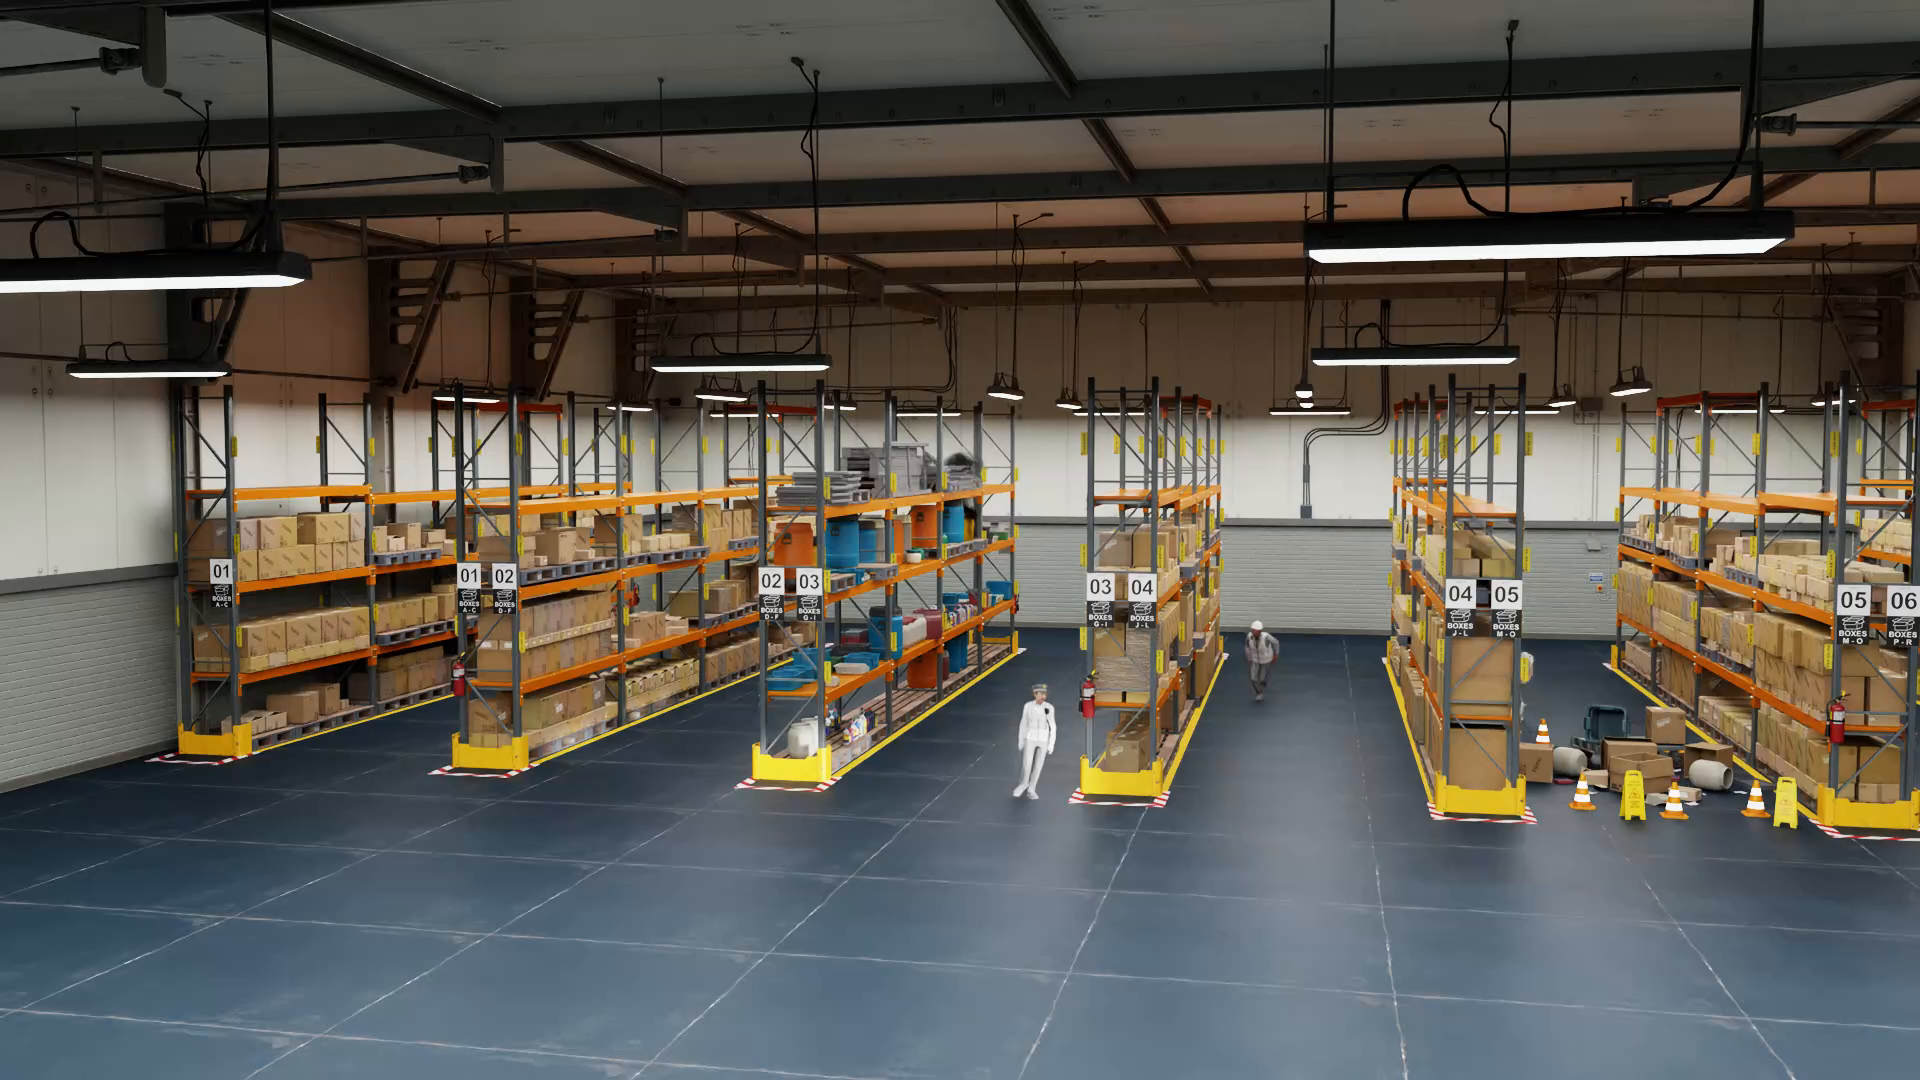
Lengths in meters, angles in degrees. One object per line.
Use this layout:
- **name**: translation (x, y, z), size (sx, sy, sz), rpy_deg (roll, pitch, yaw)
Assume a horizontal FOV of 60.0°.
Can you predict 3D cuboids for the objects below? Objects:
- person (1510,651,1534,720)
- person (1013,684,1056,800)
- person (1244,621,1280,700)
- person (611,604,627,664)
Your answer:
- **person**: translation (10.252, 2.583, 30.607), size (0.568, 1.426, 0.742), rpy_deg (0, 3, -2)
- **person**: translation (1.049, 2.842, 23.460), size (0.598, 1.661, 0.446), rpy_deg (0, 3, -7)
- **person**: translation (5.939, 2.371, 32.718), size (0.680, 1.603, 0.881), rpy_deg (1, 3, 23)
- **person**: translation (-7.049, 2.188, 34.725), size (0.682, 1.753, 0.995), rpy_deg (1, 3, 10)
